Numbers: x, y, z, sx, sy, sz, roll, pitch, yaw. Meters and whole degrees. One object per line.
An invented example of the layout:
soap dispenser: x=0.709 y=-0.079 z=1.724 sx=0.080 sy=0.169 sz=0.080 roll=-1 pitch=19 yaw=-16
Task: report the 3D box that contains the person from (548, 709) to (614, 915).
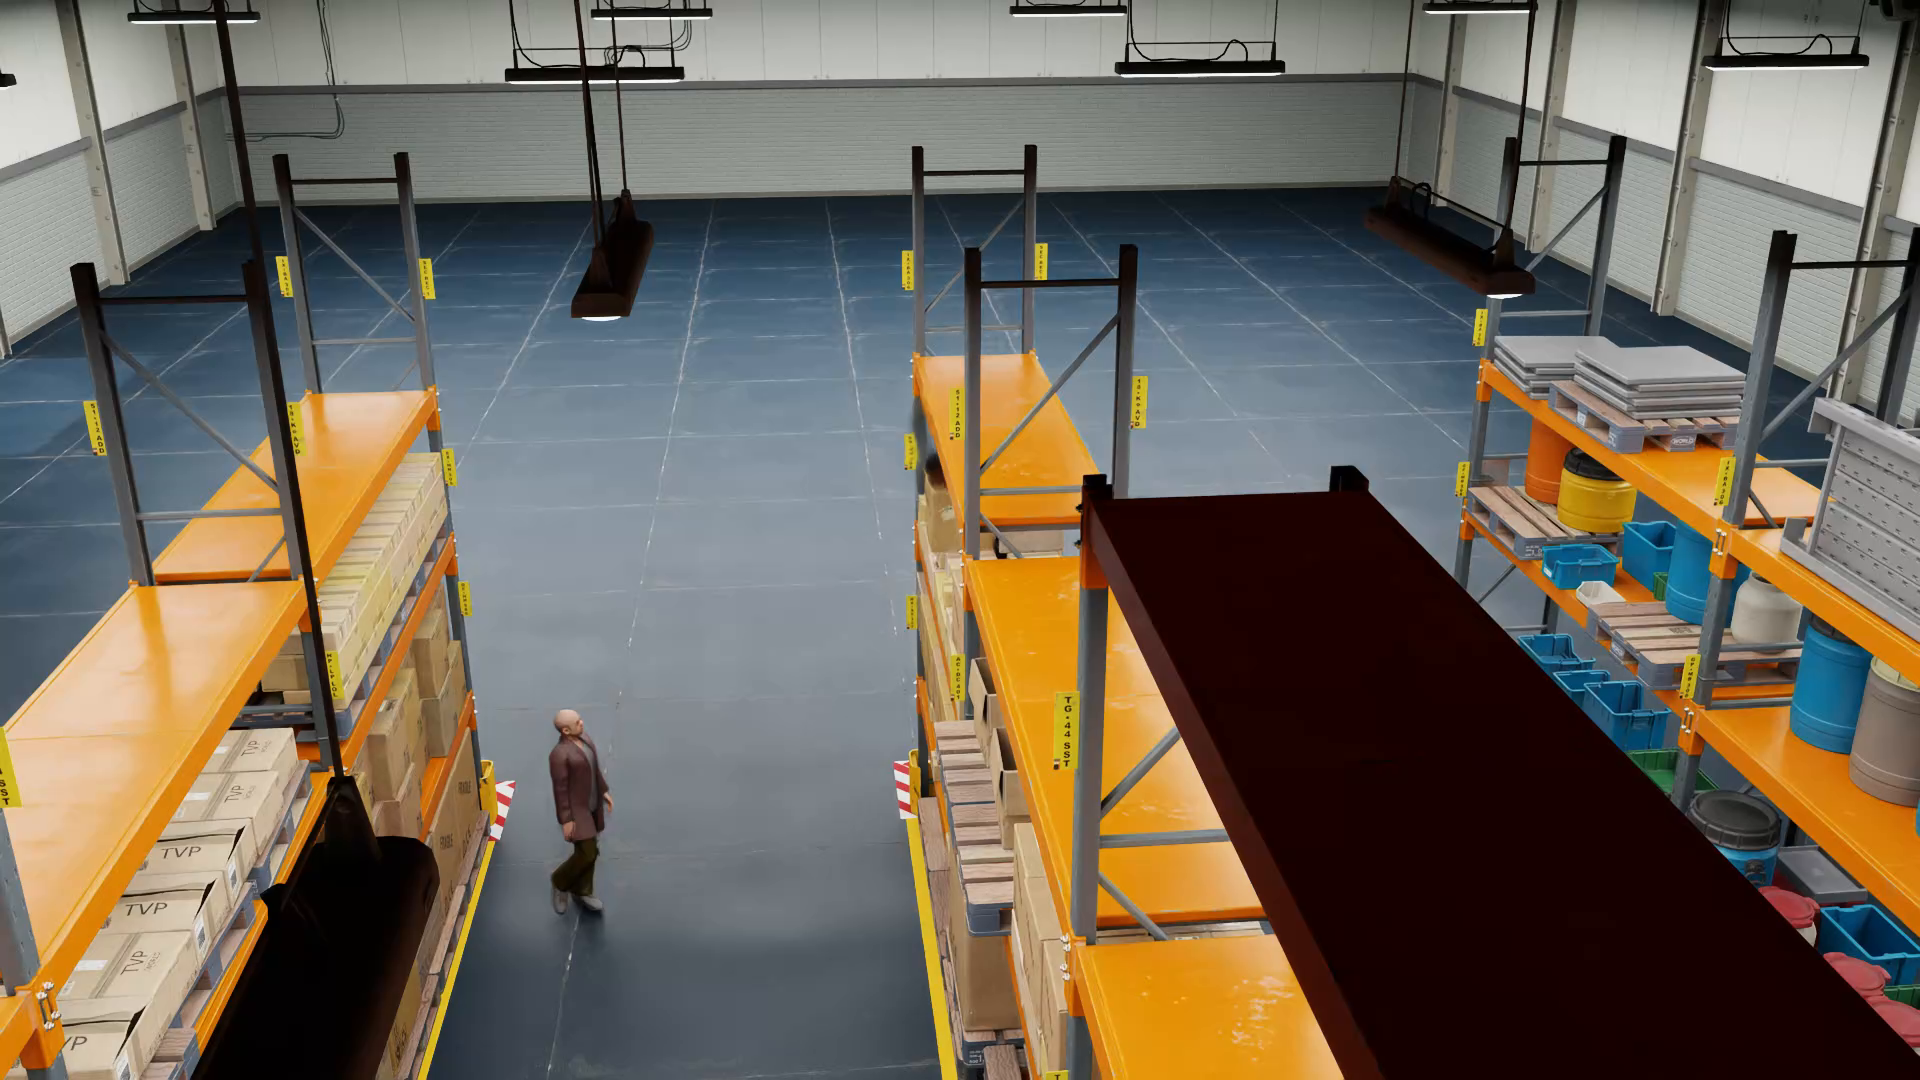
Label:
person: x=-3.088 y=2.206 z=13.640 sx=0.473 sy=1.770 sz=0.622 roll=10 pitch=24 yaw=24
